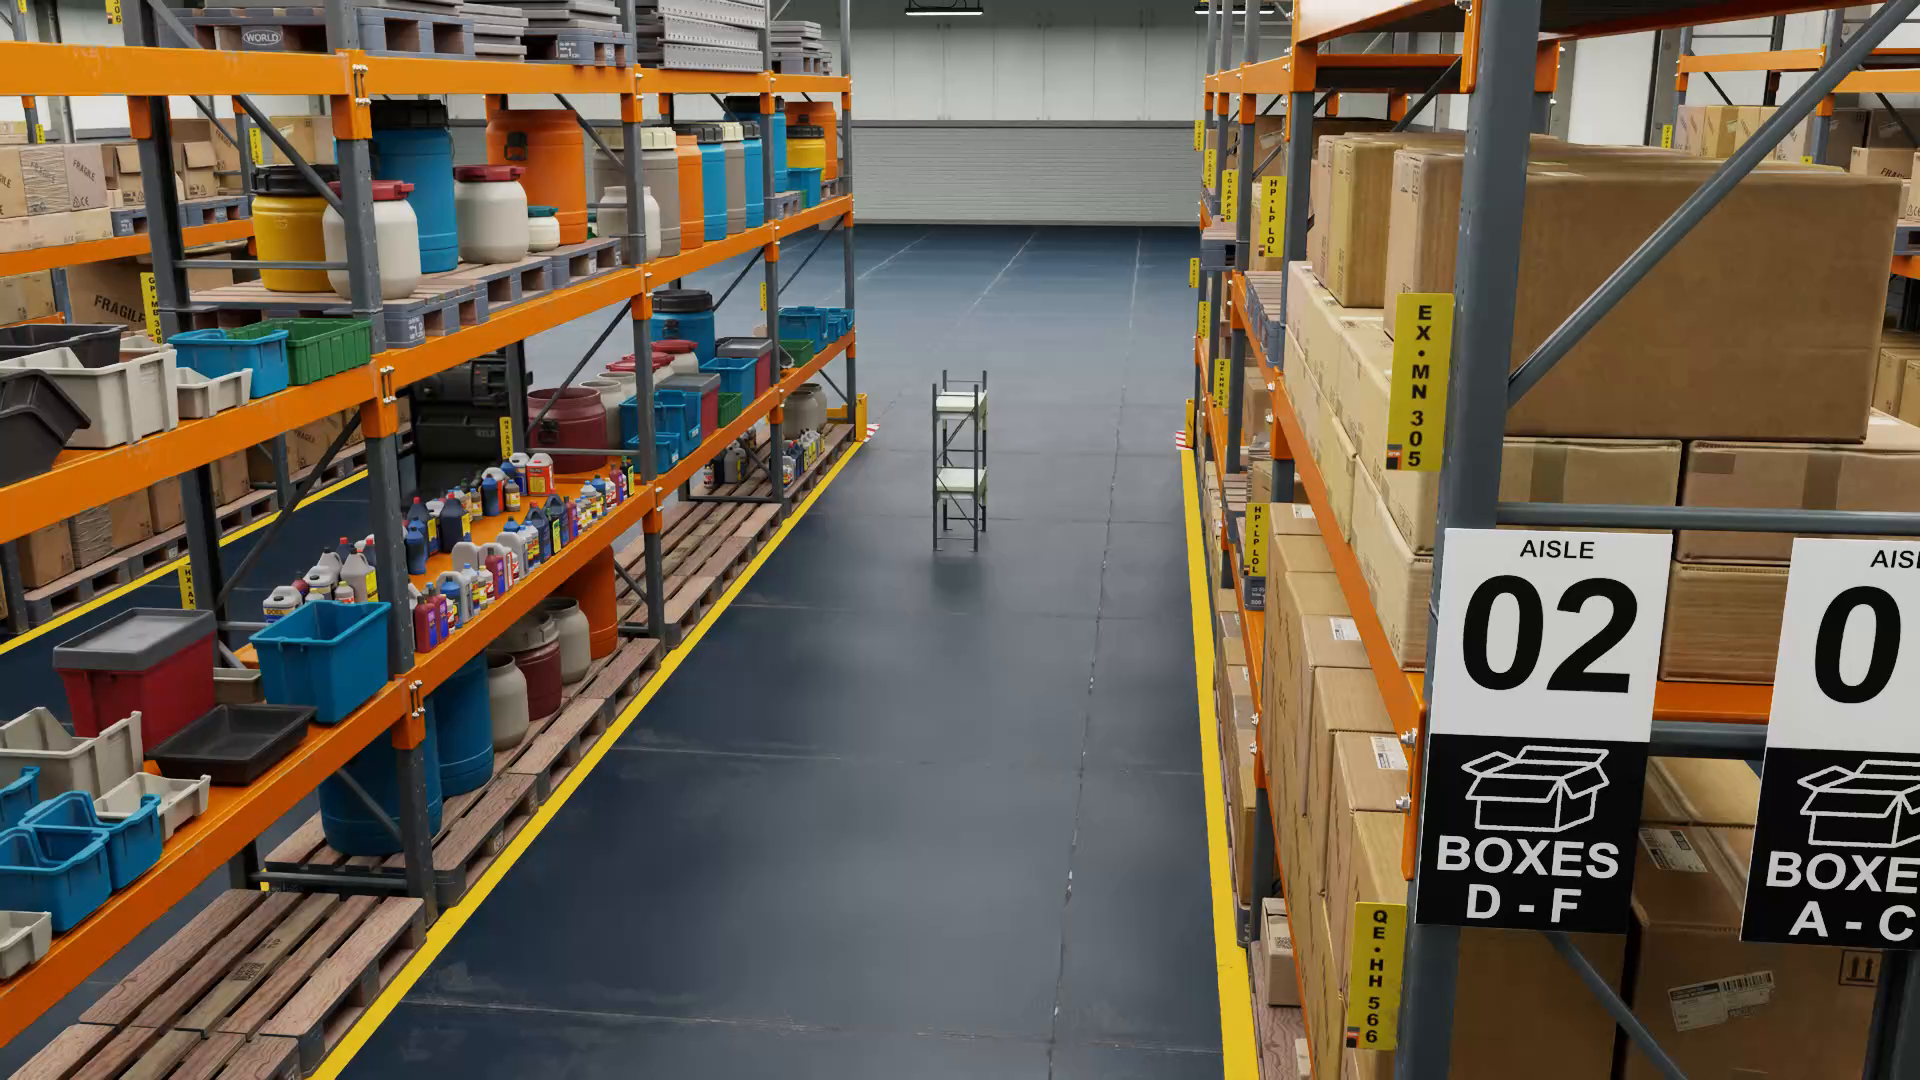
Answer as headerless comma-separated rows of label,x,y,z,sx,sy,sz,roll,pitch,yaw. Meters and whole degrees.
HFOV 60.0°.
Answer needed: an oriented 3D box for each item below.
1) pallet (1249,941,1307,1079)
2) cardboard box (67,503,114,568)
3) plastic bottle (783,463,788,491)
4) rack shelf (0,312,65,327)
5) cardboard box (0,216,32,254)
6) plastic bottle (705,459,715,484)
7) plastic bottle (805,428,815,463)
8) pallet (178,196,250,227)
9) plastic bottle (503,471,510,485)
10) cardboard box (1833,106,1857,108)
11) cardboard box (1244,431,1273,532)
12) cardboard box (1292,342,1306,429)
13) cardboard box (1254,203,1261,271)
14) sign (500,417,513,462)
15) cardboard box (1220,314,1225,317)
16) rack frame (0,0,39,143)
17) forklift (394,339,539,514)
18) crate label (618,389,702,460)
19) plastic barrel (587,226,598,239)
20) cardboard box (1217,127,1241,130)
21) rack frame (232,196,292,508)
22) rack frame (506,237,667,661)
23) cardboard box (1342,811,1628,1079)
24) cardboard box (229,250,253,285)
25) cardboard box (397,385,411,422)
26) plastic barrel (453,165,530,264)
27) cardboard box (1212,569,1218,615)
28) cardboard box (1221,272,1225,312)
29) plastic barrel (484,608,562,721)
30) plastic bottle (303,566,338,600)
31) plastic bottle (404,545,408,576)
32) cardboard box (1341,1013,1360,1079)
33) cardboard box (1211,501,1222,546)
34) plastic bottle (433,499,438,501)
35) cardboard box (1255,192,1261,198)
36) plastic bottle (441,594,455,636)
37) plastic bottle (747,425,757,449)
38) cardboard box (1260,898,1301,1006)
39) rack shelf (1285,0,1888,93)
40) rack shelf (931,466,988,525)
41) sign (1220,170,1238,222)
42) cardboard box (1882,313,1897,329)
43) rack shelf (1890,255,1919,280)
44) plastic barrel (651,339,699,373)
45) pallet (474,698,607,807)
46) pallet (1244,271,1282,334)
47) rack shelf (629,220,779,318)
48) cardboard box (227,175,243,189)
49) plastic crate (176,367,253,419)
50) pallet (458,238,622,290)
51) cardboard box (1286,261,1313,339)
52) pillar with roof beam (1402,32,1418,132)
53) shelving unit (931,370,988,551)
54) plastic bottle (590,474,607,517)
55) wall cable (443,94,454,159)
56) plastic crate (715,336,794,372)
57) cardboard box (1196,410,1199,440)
pallet,1.758,2.099,6.997,1.003,0.211,1.213,2,15,6
cardboard box,-7.449,-0.080,13.658,0.700,0.500,0.500,0,15,2
plastic bottle,-1.710,-0.613,16.065,0.097,0.271,0.097,0,15,0
rack shelf,-11.795,-2.137,18.697,1.077,0.370,4.000,2,15,6
cardboard box,-7.249,-2.246,12.262,0.500,0.250,0.500,2,15,7
plastic bottle,-2.455,-0.683,16.303,0.061,0.283,0.133,2,15,9
plastic bottle,-1.588,-0.986,17.293,0.144,0.351,0.185,2,15,9
pallet,-7.279,-2.994,15.100,1.213,0.211,1.003,2,15,6
plastic bottle,-3.055,-0.357,11.116,0.097,0.201,0.097,0,15,0
cardboard box,8.132,-3.863,15.809,0.500,0.500,0.500,2,15,6
cardboard box,2.036,-0.316,9.588,0.700,0.500,0.500,5,16,17
cardboard box,1.475,-0.553,6.001,0.500,0.250,0.500,2,15,6
cardboard box,2.215,-1.713,9.813,0.910,0.500,0.500,2,15,6
sign,-3.181,-0.703,11.703,0.100,0.325,0.005,2,15,6
cardboard box,2.587,-2.003,15.388,0.380,0.149,0.250,1,15,5
rack frame,-11.569,-5.899,19.739,1.000,3.000,0.127,2,15,6
forklift,-4.584,-1.487,15.048,1.130,2.935,3.031,2,15,7
crate label,-2.252,-0.877,12.590,0.502,0.435,0.616,2,15,6
plastic barrel,-2.656,-2.049,11.543,0.294,0.245,0.294,0,15,0
cardboard box,3.122,-4.157,17.773,0.797,0.503,0.637,3,15,10
rack frame,-7.103,-1.793,16.048,1.000,3.000,0.127,2,15,6
rack frame,-2.633,-0.610,11.672,1.000,3.000,0.127,2,15,6
cardboard box,1.162,0.957,3.768,0.500,0.500,0.500,2,15,6
cardboard box,-6.800,-2.577,16.269,0.500,0.500,0.500,2,15,6
cardboard box,-6.739,-1.665,19.559,0.500,0.500,0.500,5,16,17
plastic barrel,-2.684,-1.862,9.491,0.433,0.535,0.433,0,15,0
cardboard box,2.160,0.384,12.459,0.500,0.250,0.500,2,15,6
cardboard box,2.839,-2.422,15.694,0.700,0.500,0.500,2,15,6
plastic barrel,-2.799,0.772,10.377,0.600,0.588,0.708,2,15,6
plastic bottle,-3.320,0.281,8.615,0.152,0.276,0.135,2,15,6
plastic bottle,-3.122,0.116,9.232,0.097,0.271,0.097,0,15,0
cardboard box,1.165,1.439,3.901,0.500,0.500,0.500,2,15,8
cardboard box,2.273,-0.148,13.352,0.500,0.311,0.500,2,15,8
plastic bottle,-3.174,-0.116,10.093,0.097,0.271,0.097,0,15,0
cardboard box,2.324,-2.297,11.648,0.500,0.250,0.500,2,15,8
plastic bottle,-2.609,0.376,8.407,0.097,0.201,0.097,0,15,0
plastic bottle,-2.245,-1.119,17.939,0.097,0.271,0.097,0,15,0
cardboard box,1.574,1.762,7.206,0.500,0.311,0.500,2,15,6
rack shelf,1.611,-1.454,4.685,1.077,0.370,4.000,2,15,6
rack shelf,0.001,-0.411,15.058,0.431,0.370,0.720,2,15,6
sign,1.737,-2.217,10.727,0.100,0.325,0.005,2,15,6
cardboard box,7.922,-1.771,14.776,0.500,0.500,0.500,1,15,5
rack shelf,7.436,-1.938,12.213,1.077,0.370,4.000,2,15,6
plastic barrel,-2.508,-1.471,14.597,0.433,0.535,0.433,0,15,0
pallet,-2.821,1.257,10.108,1.003,0.211,1.213,2,15,6
pallet,2.094,-1.219,8.538,1.213,0.211,1.003,2,15,6
rack shelf,-2.408,-2.229,13.292,1.077,0.370,4.000,2,15,6
cardboard box,-6.760,-3.437,15.902,0.380,0.149,0.250,1,15,5
plastic crate,-2.850,-0.552,6.216,0.293,0.136,0.466,2,15,6
pallet,-2.817,-1.771,10.582,1.003,0.211,1.213,2,15,6
cardboard box,1.535,-0.924,6.415,0.500,0.250,0.500,2,15,6
pillar with roof beam,8.001,-12.990,45.961,9.100,9.000,0.548,2,15,6
shelving unit,0.001,-0.726,14.973,0.431,1.500,0.755,2,15,6
plastic bottle,-2.334,-0.291,10.737,0.097,0.271,0.097,0,15,0
wall cable,-17.374,-13.017,52.010,3.097,2.526,0.112,2,15,6
plastic crate,-1.997,-1.750,16.005,0.767,0.338,0.504,2,15,6
cardboard box,2.909,-1.281,18.616,0.500,0.250,0.500,2,15,6
